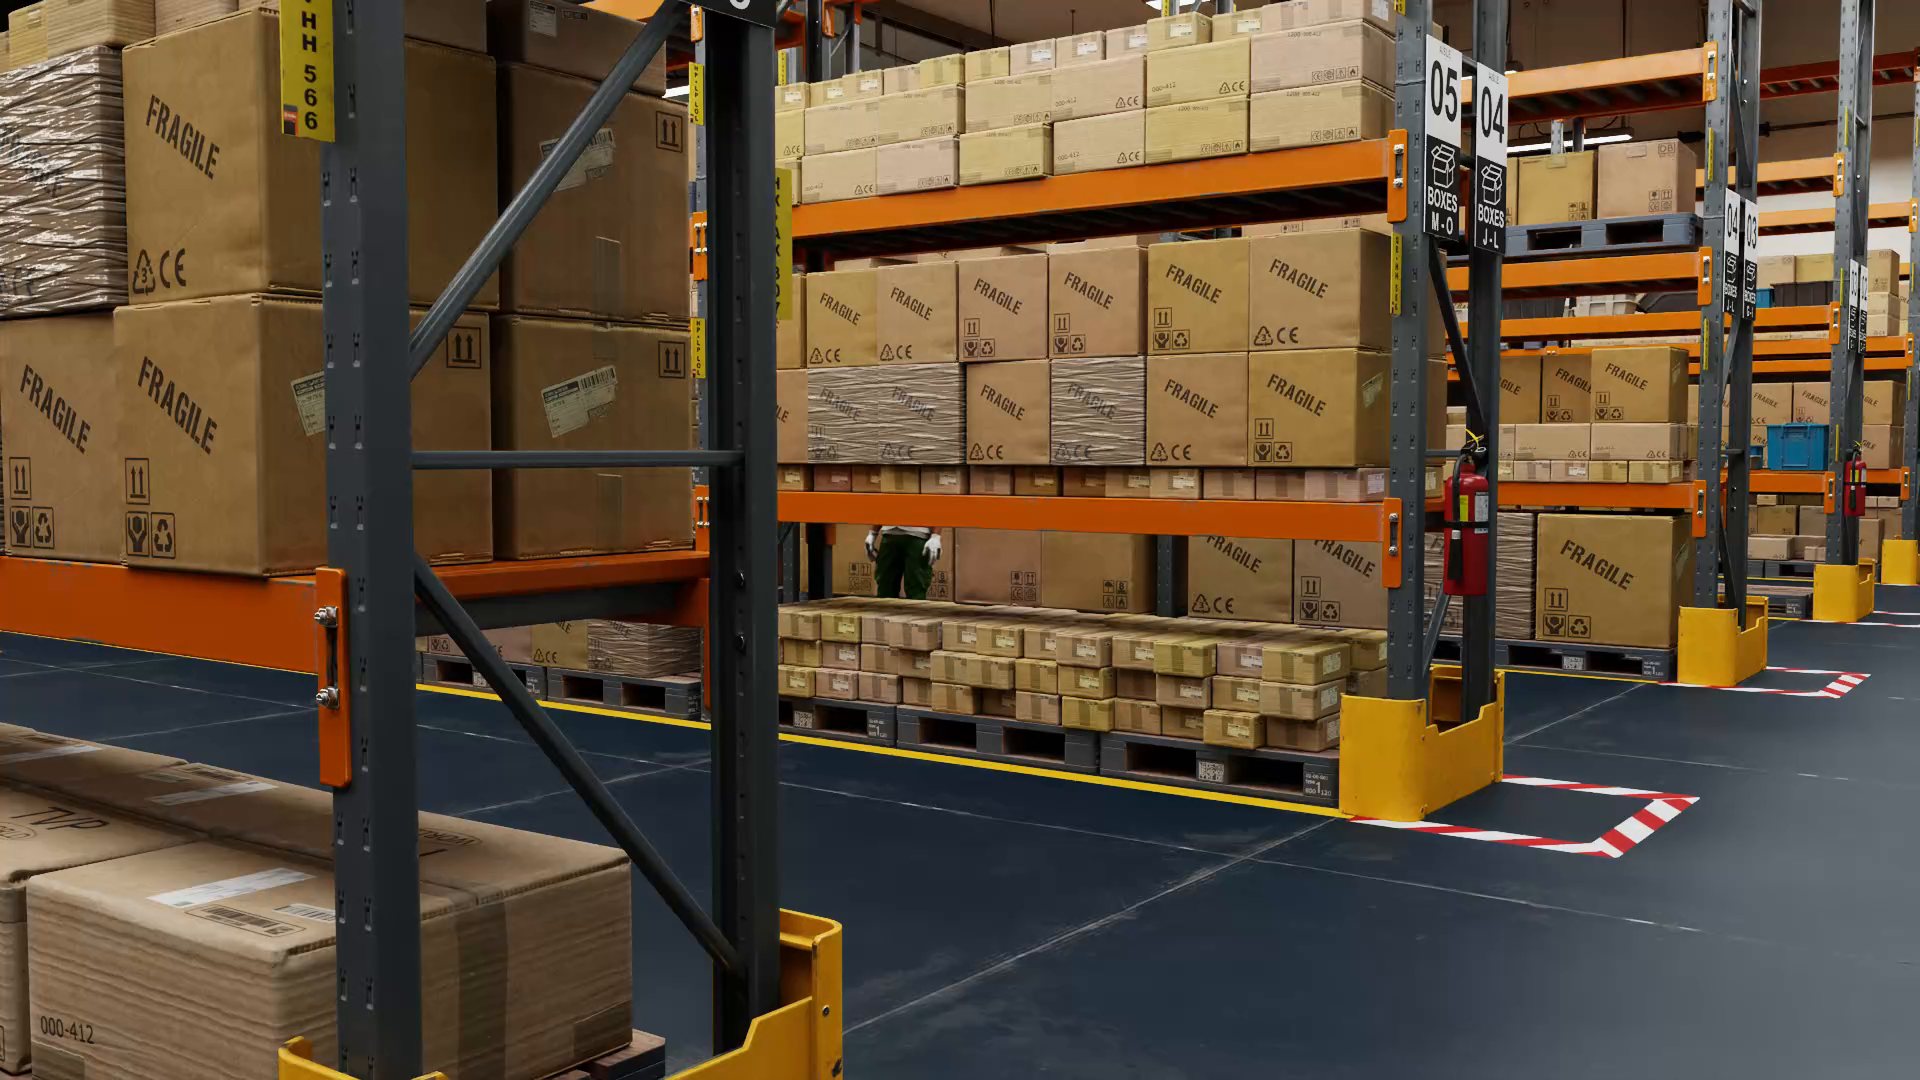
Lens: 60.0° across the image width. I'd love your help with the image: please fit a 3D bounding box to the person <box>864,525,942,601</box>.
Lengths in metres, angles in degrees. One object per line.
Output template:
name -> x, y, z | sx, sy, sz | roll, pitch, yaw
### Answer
person -> -0.385, 0.007, 11.564 | 0.621, 1.781, 0.445 | 2, 4, 33
